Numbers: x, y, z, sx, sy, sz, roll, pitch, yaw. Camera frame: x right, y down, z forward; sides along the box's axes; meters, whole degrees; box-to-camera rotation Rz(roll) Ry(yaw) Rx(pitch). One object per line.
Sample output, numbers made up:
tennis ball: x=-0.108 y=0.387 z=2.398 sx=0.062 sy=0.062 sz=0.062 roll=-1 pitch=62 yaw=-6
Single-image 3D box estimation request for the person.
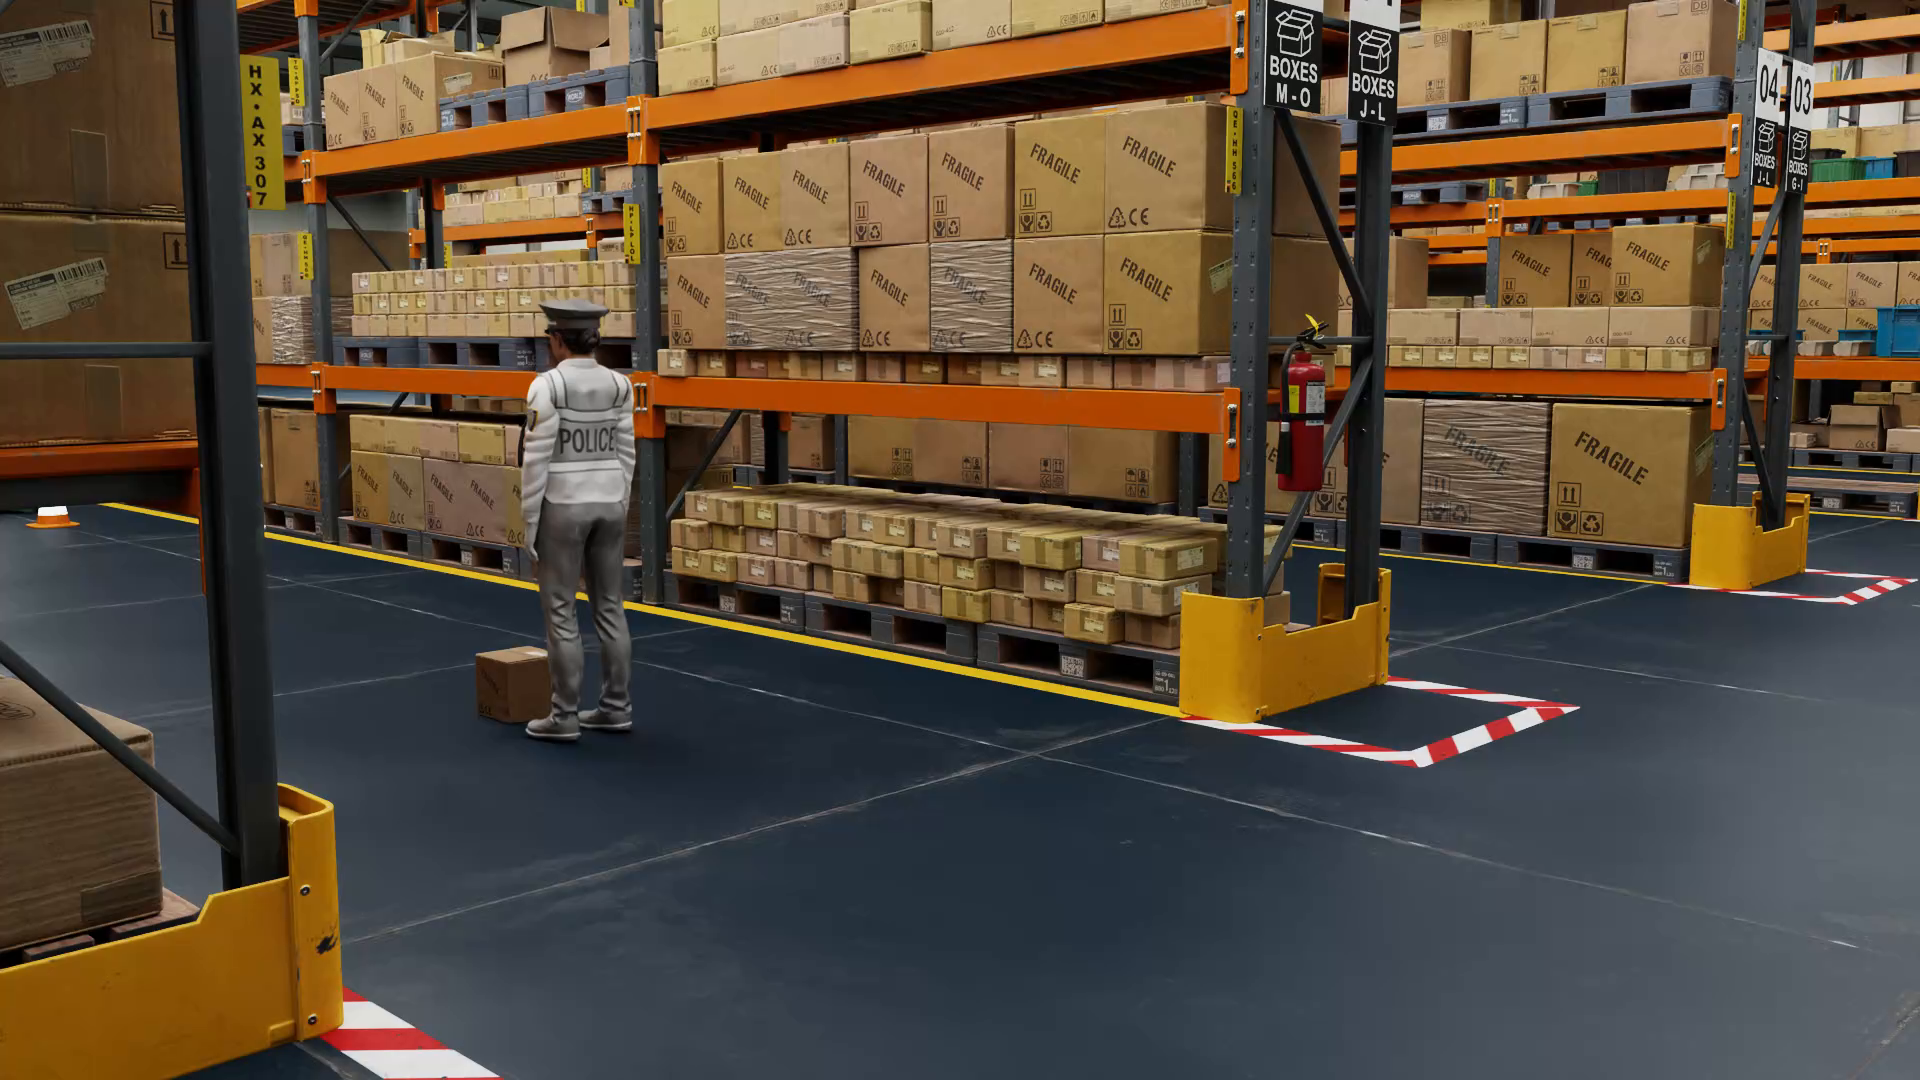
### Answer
person: x=-1.463 y=-0.078 z=6.335 sx=0.474 sy=1.672 sz=0.329 roll=-7 pitch=10 yaw=-44
